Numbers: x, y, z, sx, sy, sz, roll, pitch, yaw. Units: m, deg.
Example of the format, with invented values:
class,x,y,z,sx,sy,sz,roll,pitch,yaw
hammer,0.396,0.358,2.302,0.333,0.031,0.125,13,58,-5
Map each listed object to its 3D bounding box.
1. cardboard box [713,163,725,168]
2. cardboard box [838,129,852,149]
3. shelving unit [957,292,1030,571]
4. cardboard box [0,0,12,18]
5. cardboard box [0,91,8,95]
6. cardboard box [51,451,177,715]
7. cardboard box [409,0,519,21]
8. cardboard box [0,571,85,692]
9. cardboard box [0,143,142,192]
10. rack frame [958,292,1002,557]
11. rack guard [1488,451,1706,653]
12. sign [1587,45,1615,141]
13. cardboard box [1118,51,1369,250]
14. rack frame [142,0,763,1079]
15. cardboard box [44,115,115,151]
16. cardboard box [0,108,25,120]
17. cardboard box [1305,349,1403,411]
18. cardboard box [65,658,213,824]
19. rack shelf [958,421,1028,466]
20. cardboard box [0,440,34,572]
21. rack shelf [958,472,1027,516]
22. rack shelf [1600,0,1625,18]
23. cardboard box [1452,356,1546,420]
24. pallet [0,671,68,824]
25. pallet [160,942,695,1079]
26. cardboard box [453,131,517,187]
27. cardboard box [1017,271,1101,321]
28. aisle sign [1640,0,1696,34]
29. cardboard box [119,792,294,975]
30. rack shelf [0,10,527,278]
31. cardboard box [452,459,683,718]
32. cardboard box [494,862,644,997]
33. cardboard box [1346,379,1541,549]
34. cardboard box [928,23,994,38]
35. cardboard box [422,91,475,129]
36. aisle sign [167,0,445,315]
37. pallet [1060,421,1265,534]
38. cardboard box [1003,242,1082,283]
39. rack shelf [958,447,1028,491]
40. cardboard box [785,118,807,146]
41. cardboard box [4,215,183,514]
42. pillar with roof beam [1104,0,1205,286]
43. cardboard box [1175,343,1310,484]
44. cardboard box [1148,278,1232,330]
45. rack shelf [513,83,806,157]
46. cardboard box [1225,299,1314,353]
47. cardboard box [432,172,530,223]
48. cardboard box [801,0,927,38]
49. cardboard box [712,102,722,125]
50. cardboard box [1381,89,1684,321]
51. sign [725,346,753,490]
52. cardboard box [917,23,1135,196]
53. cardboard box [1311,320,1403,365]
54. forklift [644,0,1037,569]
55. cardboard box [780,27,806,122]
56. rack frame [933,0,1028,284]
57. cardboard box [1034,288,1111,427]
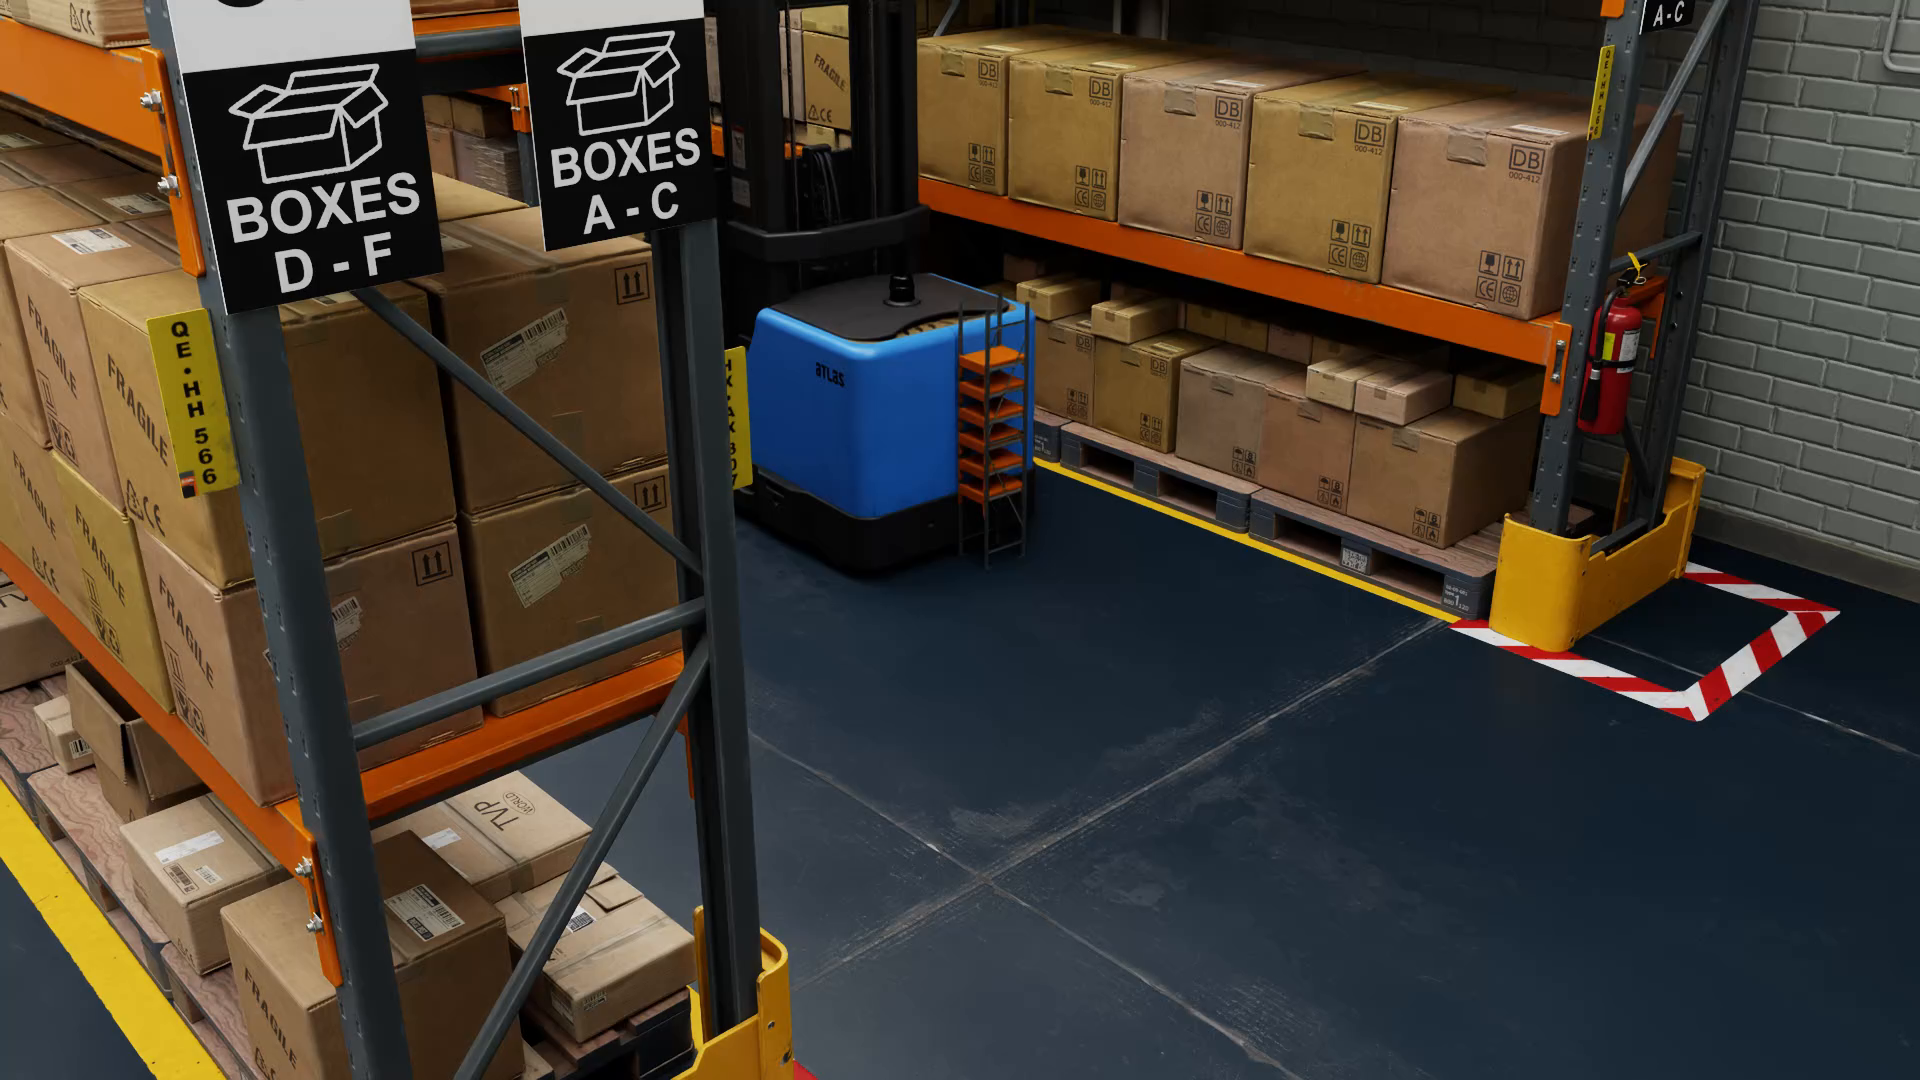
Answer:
class,x,y,z,sx,sy,sz,roll,pitch,yaw
cardboard box,-1.172,-1.974,10.547,0.750,0.750,0.750,-20,31,-37
cardboard box,-0.461,-2.250,9.346,0.380,0.149,0.250,-21,32,-38
shelving unit,0.146,-0.470,7.335,0.258,1.200,0.189,-18,30,-35
cardboard box,-1.780,-1.246,3.434,0.500,0.250,0.500,-21,32,-38
cardboard box,-3.102,-1.347,5.763,0.500,0.500,0.500,-21,32,-38
cardboard box,-1.765,0.026,3.960,0.500,0.500,0.500,-21,32,-38
cardboard box,-1.068,-1.239,3.418,0.500,0.250,0.500,-21,32,-38
cardboard box,-3.508,0.285,6.220,0.500,0.311,0.500,-21,32,-38
cardboard box,-2.463,-0.736,4.424,0.500,0.500,0.500,-20,31,-37
rack frame,0.088,-0.500,7.400,0.240,1.200,0.006,-18,30,-35
rack guard,2.727,0.024,7.096,1.175,0.500,0.348,-21,32,-38
sign,2.305,-1.606,5.975,0.100,0.325,0.005,-21,32,-38
cardboard box,1.335,-1.860,7.851,0.700,0.700,0.980,22,32,39
rack frame,-0.901,0.285,3.512,0.949,2.616,0.053,-21,32,-38
cardboard box,-2.406,-1.040,5.090,0.500,0.500,0.500,-21,32,-38
cardboard box,-3.167,-1.048,5.108,0.500,0.500,0.500,-22,33,-40
cardboard box,1.763,-0.718,7.434,0.380,0.149,0.250,-20,31,-37
cardboard box,-2.349,0.577,5.349,0.797,0.503,0.637,-21,32,-38
rack shelf,0.146,-0.430,7.353,0.258,0.103,0.180,-18,30,-35
cardboard box,-2.446,-0.280,4.629,0.500,0.500,0.500,-22,32,-39
rack shelf,0.146,-0.211,7.453,0.258,0.103,0.180,-18,30,-35
rack shelf,1.343,-2.764,7.448,1.077,0.370,4.000,-21,32,-38
cardboard box,2.390,-0.672,7.334,0.380,0.149,0.250,-21,32,-38
pallet,-3.168,0.551,6.288,1.003,0.211,1.213,-21,32,-38
pallet,-1.500,1.290,4.668,1.003,0.211,1.213,-21,32,-38
cardboard box,-3.555,-3.000,13.193,0.700,0.500,0.500,-21,32,-39
cardboard box,0.514,-1.270,8.645,0.380,0.149,0.250,-20,31,-37
aisle sign,2.541,-2.197,5.819,0.394,0.787,0.004,-21,32,-38
cardboard box,-2.082,0.945,4.847,0.500,0.250,0.500,-21,32,-38
rack shelf,-2.270,-1.358,4.365,1.077,0.370,4.000,-21,32,-38
cardboard box,-1.014,0.031,3.948,0.500,0.500,0.500,-20,32,-37
cardboard box,-1.109,1.074,4.664,0.380,0.166,0.250,-21,32,-38
cardboard box,2.159,-0.358,7.427,0.700,0.500,0.500,-21,32,-38
cardboard box,-0.154,-2.733,9.625,0.500,0.500,0.500,22,33,40
cardboard box,-3.987,-3.497,13.379,0.500,0.250,0.500,-21,32,-39
aisle sign,-1.080,-0.790,2.734,0.394,0.787,0.004,-21,32,-38
pallet,1.277,-0.442,8.464,1.003,0.211,1.213,-21,32,-38
cardboard box,0.459,-1.526,9.206,0.380,0.149,0.250,-21,32,-39
rack shelf,0.146,-0.320,7.403,0.258,0.103,0.180,-18,30,-35
cardboard box,-0.795,-2.411,9.699,0.380,0.149,0.250,-20,31,-37
cardboard box,-1.754,-0.424,3.741,0.500,0.500,0.500,-20,31,-37
pillar with roof beam,-2.056,-3.874,5.400,9.100,9.000,0.400,-21,32,-38
cardboard box,1.473,-0.662,8.093,0.500,0.500,0.700,23,33,40
cardboard box,1.173,-1.211,8.514,0.380,0.149,0.250,-21,32,-38
rack shelf,-1.390,-2.611,10.727,1.077,0.370,4.000,-21,32,-38
cardboard box,1.523,-1.056,8.175,0.380,0.149,0.250,-21,32,-38
cardboard box,-1.377,-0.580,4.083,0.500,0.500,0.500,-21,32,-38
cardboard box,-0.529,-2.933,9.158,0.500,0.250,0.500,-20,31,-37
cardboard box,-1.298,-2.647,10.217,0.380,0.149,0.250,-22,33,-40
cardboard box,2.355,-1.409,6.863,0.980,0.700,0.700,-20,31,-36
sign,-0.507,-0.262,3.668,0.100,0.325,0.005,-21,32,-38
cardboard box,0.335,-2.300,8.816,0.980,0.700,0.700,-21,32,-38
cardboard box,1.873,-0.901,7.836,0.380,0.149,0.250,-21,32,-38
forklift,-0.955,-1.749,8.053,1.130,2.935,3.031,-18,30,-35
cardboard box,-0.879,-2.743,9.645,0.500,0.500,0.500,-21,32,-38
rack frame,-0.023,-2.333,9.249,1.000,3.000,0.127,-21,32,-38
cardboard box,0.754,-0.978,8.785,0.700,0.500,0.500,-22,32,-39
